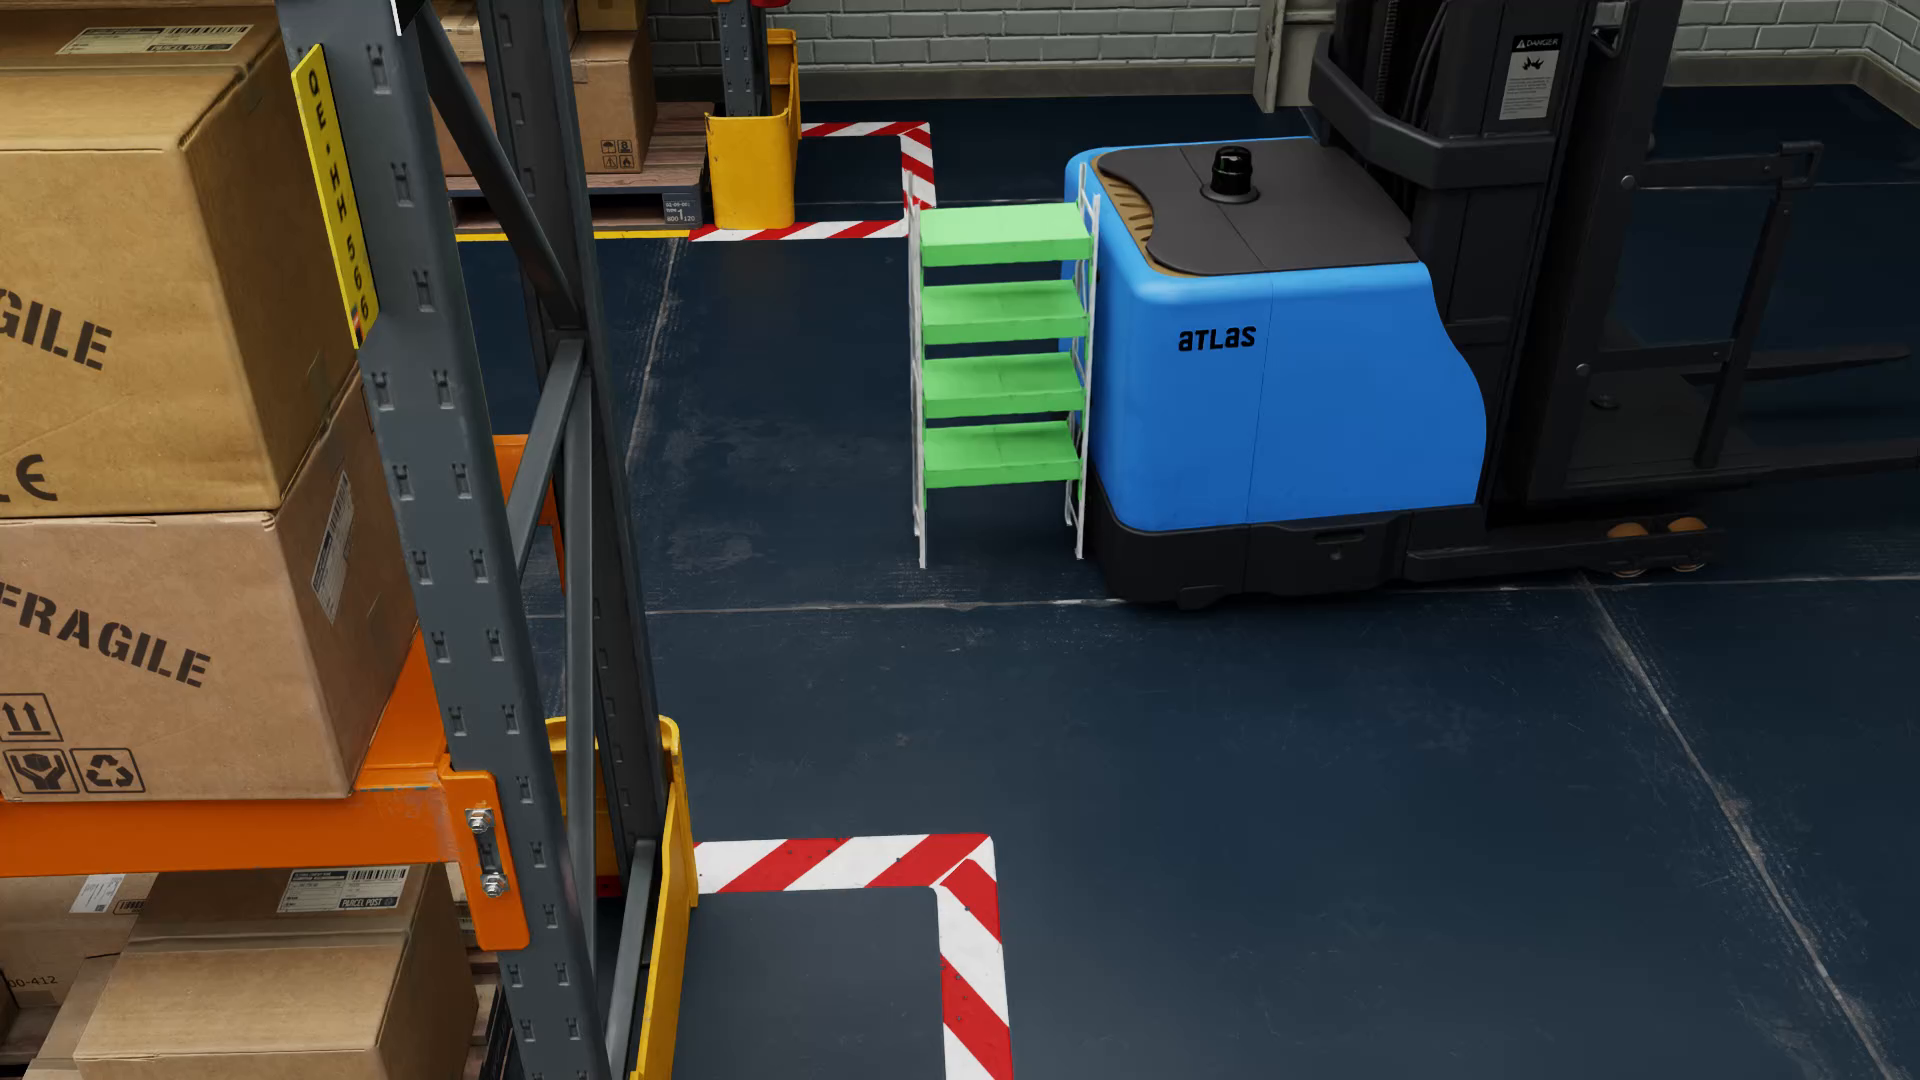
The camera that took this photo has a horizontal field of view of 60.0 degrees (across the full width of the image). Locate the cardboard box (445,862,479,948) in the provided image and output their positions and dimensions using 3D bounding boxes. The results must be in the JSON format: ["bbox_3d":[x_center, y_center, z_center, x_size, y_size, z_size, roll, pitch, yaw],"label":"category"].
[{"bbox_3d":[-1.140,0.717,3.697,0.250,0.149,0.380,-2,35,-2],"label":"cardboard box"}]

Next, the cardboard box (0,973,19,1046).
[{"bbox_3d":[-2.187,1.022,3.167,0.500,0.250,0.500,-2,35,-2],"label":"cardboard box"}]

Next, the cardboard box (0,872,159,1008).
[{"bbox_3d":[-1.761,0.726,3.595,0.500,0.250,0.500,-2,35,-2],"label":"cardboard box"}]

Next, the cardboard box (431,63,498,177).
[{"bbox_3d":[-2.138,-1.962,7.277,0.500,0.500,0.700,-2,35,-2],"label":"cardboard box"}]

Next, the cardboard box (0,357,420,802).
[{"bbox_3d":[-1.140,0.035,2.476,0.500,0.500,0.500,-1,35,-1],"label":"cardboard box"}]

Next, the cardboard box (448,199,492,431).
[{"bbox_3d":[-1.161,-0.270,2.916,0.500,0.500,0.500,-1,35,-1],"label":"cardboard box"}]

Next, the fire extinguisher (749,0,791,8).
[{"bbox_3d":[-0.771,-2.463,6.569,0.183,0.674,0.296,-2,35,-2],"label":"fire extinguisher"}]

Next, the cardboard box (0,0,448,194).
[{"bbox_3d":[-1.161,-0.681,2.632,0.500,0.500,0.500,-1,35,-1],"label":"cardboard box"}]

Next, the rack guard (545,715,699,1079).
[{"bbox_3d":[-0.781,0.939,3.454,0.348,0.500,1.175,-2,35,-2],"label":"rack guard"}]

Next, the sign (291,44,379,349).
[{"bbox_3d":[-0.699,-0.381,1.869,0.005,0.325,0.100,-2,35,-2],"label":"sign"}]

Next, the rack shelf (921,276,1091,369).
[{"bbox_3d":[0.115,-0.630,4.797,0.480,0.148,0.258,-4,35,-5],"label":"rack shelf"}]

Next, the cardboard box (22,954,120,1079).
[{"bbox_3d":[-1.645,1.008,3.261,0.250,0.166,0.380,-2,35,-2],"label":"cardboard box"}]

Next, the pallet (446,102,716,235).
[{"bbox_3d":[-1.738,-1.694,7.512,1.213,0.211,1.003,-2,35,-2],"label":"pallet"}]

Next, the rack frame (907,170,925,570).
[{"bbox_3d":[-0.127,-0.470,4.875,0.015,1.200,0.240,-4,35,-5],"label":"rack frame"}]

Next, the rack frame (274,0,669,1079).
[{"bbox_3d":[-0.705,-0.091,2.745,0.127,3.000,1.000,-2,35,-2],"label":"rack frame"}]

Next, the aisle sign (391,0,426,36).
[{"bbox_3d":[-0.622,-0.987,1.756,0.004,0.787,0.394,-2,35,-2],"label":"aisle sign"}]

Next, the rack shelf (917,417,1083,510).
[{"bbox_3d":[0.115,-0.235,5.070,0.480,0.148,0.258,-4,35,-5],"label":"rack shelf"}]

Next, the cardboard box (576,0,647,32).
[{"bbox_3d":[-1.522,-2.359,7.281,0.250,0.149,0.380,-1,35,-2],"label":"cardboard box"}]

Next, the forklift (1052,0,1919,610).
[{"bbox_3d":[1.871,-1.383,4.673,3.031,2.935,1.130,-5,35,-7],"label":"forklift"}]

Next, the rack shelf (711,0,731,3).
[{"bbox_3d":[-2.941,-2.557,6.941,4.000,0.370,1.077,-2,35,-2],"label":"rack shelf"}]

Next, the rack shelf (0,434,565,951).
[{"bbox_3d":[-2.703,0.259,2.872,4.000,0.370,1.077,-2,35,-2],"label":"rack shelf"}]

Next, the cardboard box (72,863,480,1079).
[{"bbox_3d":[-1.236,0.911,3.108,0.500,0.500,0.500,-2,35,-2],"label":"cardboard box"}]

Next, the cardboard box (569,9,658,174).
[{"bbox_3d":[-1.638,-1.976,7.296,0.500,0.500,0.700,-2,35,-2],"label":"cardboard box"}]

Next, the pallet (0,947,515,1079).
[{"bbox_3d":[-1.577,1.080,3.504,1.213,0.211,1.003,-2,35,-2],"label":"pallet"}]

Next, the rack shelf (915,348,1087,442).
[{"bbox_3d":[0.115,-0.433,4.933,0.480,0.148,0.258,-4,35,-5],"label":"rack shelf"}]

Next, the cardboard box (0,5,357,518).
[{"bbox_3d":[-1.137,-0.375,2.189,0.500,0.500,0.500,-2,35,-3],"label":"cardboard box"}]

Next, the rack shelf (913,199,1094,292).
[{"bbox_3d":[0.115,-0.828,4.660,0.480,0.148,0.258,-4,35,-5],"label":"rack shelf"}]

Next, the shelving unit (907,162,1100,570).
[{"bbox_3d":[0.115,-0.485,4.897,0.503,1.200,0.258,-4,35,-5],"label":"shelving unit"}]

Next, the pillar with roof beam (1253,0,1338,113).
[{"bbox_3d":[1.917,-3.491,2.386,0.400,9.000,9.100,-2,35,-2],"label":"pillar with roof beam"}]

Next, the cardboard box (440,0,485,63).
[{"bbox_3d":[-2.013,-2.128,6.946,0.250,0.149,0.380,-1,35,-1],"label":"cardboard box"}]

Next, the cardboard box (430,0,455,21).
[{"bbox_3d":[-2.278,-2.339,7.251,0.250,0.149,0.380,-1,35,-2],"label":"cardboard box"}]

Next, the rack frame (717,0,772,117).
[{"bbox_3d":[-0.943,-2.906,6.814,0.127,3.000,1.000,-2,35,-2],"label":"rack frame"}]

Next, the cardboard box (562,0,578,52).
[{"bbox_3d":[-1.757,-2.135,6.957,0.250,0.149,0.380,-2,35,-3],"label":"cardboard box"}]

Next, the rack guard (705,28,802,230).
[{"bbox_3d":[-0.919,-1.879,7.526,0.348,0.500,1.175,-2,35,-2],"label":"rack guard"}]

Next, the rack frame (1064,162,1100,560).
[{"bbox_3d":[0.358,-0.501,4.919,0.015,1.200,0.240,-4,35,-5],"label":"rack frame"}]
